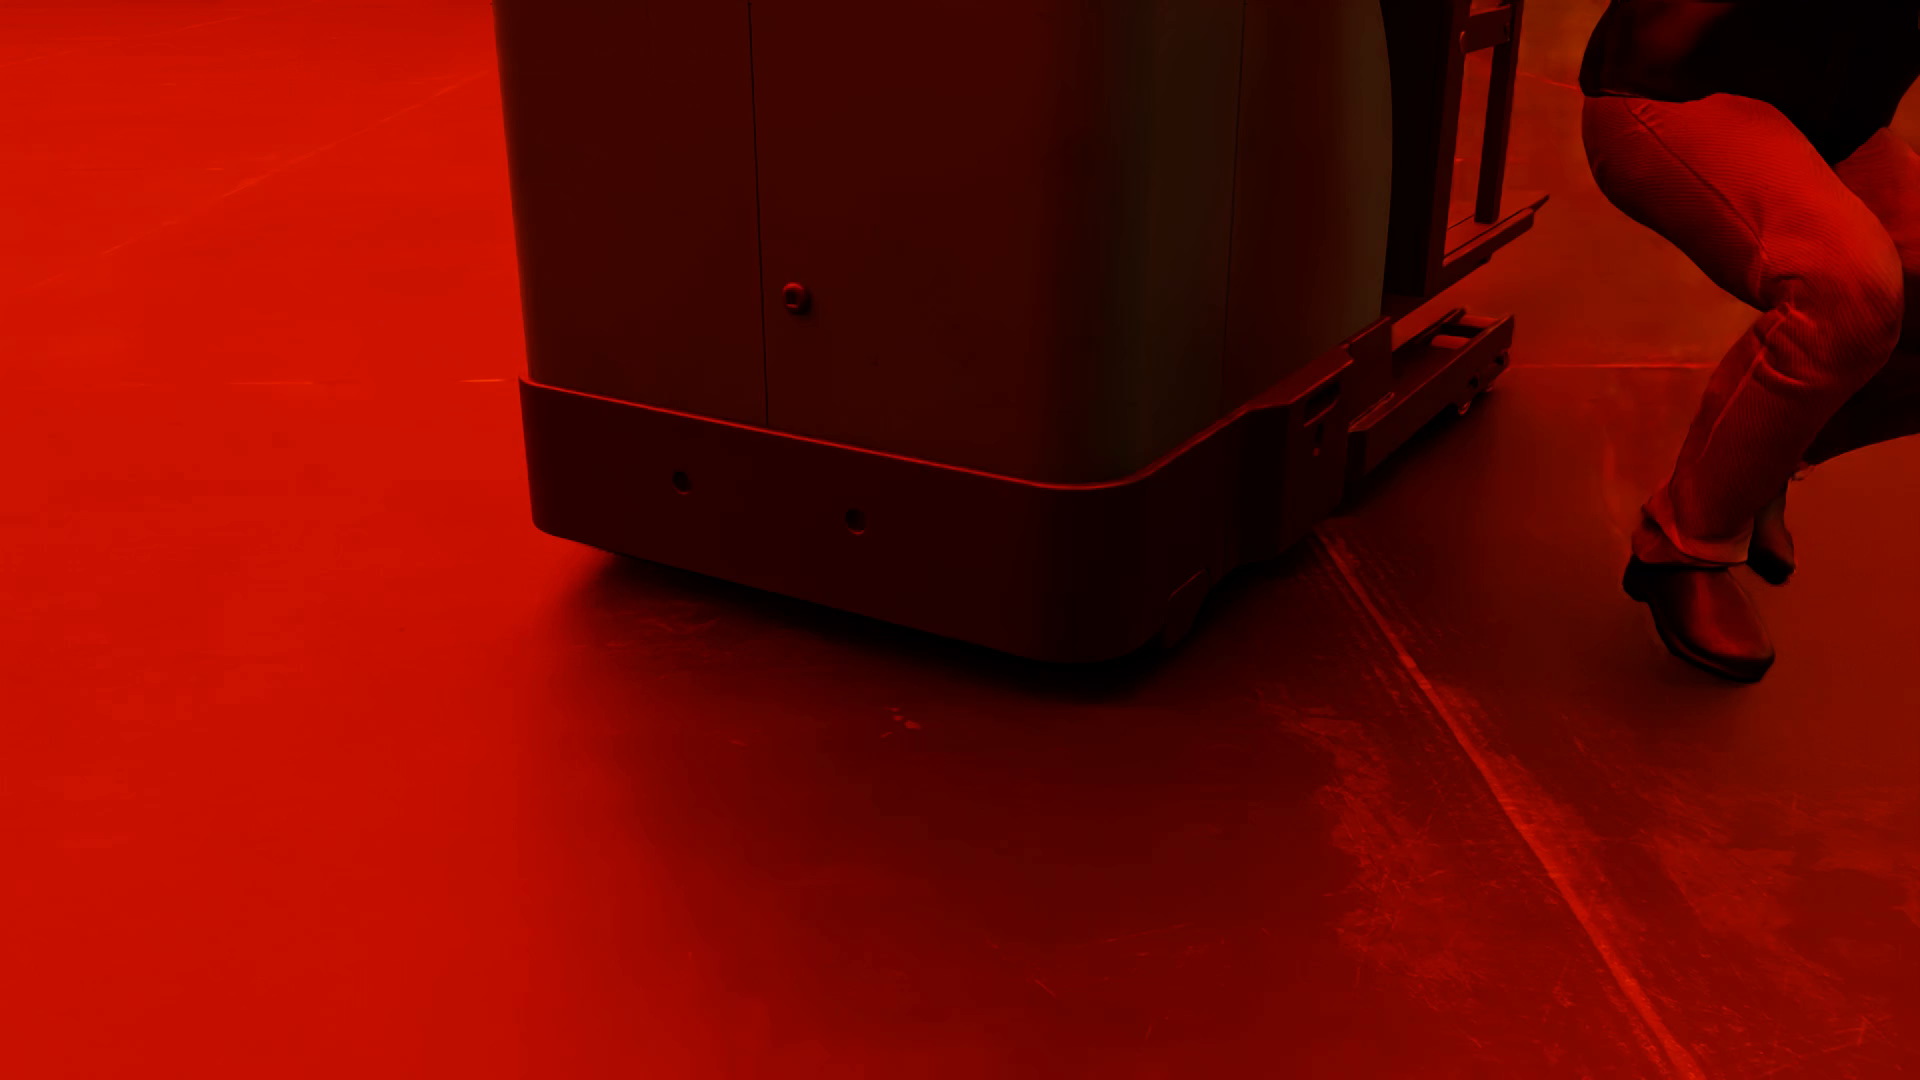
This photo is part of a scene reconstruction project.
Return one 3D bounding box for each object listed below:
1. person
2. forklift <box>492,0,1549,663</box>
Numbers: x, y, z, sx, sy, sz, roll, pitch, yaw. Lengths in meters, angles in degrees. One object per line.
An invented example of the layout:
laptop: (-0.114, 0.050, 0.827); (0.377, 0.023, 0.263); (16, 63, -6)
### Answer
person: (1.163, -0.534, 2.077); (0.767, 1.453, 0.958); (-5, 22, -12)
forklift: (0.523, -1.695, 3.044); (1.130, 2.935, 3.031); (13, 25, 29)
